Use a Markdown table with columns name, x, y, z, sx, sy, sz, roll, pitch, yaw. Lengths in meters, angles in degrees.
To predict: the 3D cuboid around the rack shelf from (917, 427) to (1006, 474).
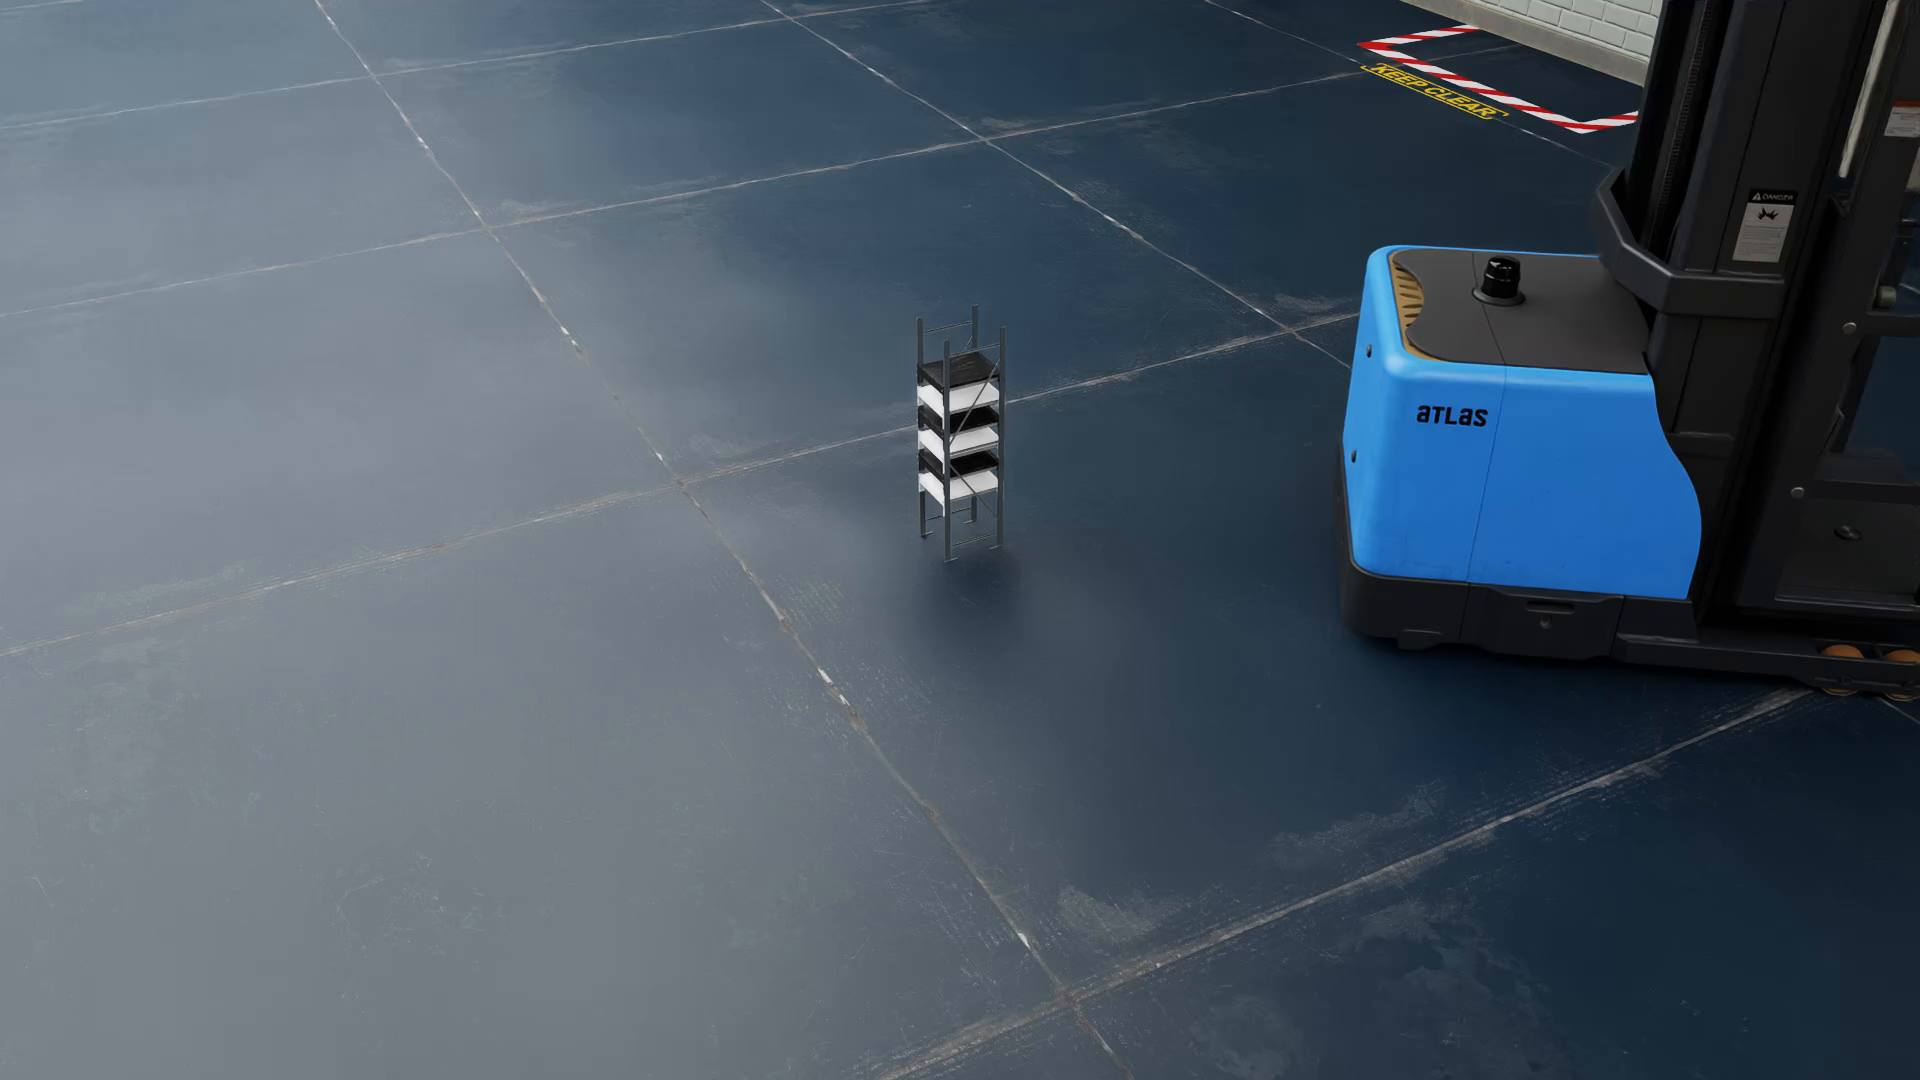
| name | x | y | z | sx | sy | sz | roll | pitch | yaw |
| --- | --- | --- | --- | --- | --- | --- | --- | --- | --- |
| rack shelf | 0.004 | -0.347 | 6.019 | 0.258 | 0.077 | 0.200 | -16 | 36 | -23 |

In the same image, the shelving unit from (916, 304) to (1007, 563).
| name | x | y | z | sx | sy | sz | roll | pitch | yaw |
| --- | --- | --- | --- | --- | --- | --- | --- | --- | --- |
| shelving unit | 0.004 | -0.375 | 6.001 | 0.258 | 0.900 | 0.210 | -16 | 36 | -23 |

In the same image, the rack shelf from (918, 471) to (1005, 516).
| name | x | y | z | sx | sy | sz | roll | pitch | yaw |
| --- | --- | --- | --- | --- | --- | --- | --- | --- | --- |
| rack shelf | 0.004 | -0.195 | 6.116 | 0.258 | 0.077 | 0.200 | -16 | 36 | -23 |

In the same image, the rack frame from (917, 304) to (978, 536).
| name | x | y | z | sx | sy | sz | roll | pitch | yaw |
| --- | --- | --- | --- | --- | --- | --- | --- | --- | --- |
| rack frame | -0.044 | -0.424 | 6.077 | 0.240 | 0.900 | 0.006 | -16 | 36 | -23 |

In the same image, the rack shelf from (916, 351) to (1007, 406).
| name | x | y | z | sx | sy | sz | roll | pitch | yaw |
| --- | --- | --- | --- | --- | --- | --- | --- | --- | --- |
| rack shelf | 0.004 | -0.574 | 5.874 | 0.258 | 0.077 | 0.200 | -16 | 36 | -23 |

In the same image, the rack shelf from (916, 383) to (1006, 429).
| name | x | y | z | sx | sy | sz | roll | pitch | yaw |
| --- | --- | --- | --- | --- | --- | --- | --- | --- | --- |
| rack shelf | 0.004 | -0.499 | 5.922 | 0.258 | 0.077 | 0.200 | -16 | 36 | -23 |

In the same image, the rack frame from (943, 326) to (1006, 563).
| name | x | y | z | sx | sy | sz | roll | pitch | yaw |
| --- | --- | --- | --- | --- | --- | --- | --- | --- | --- |
| rack frame | 0.051 | -0.327 | 5.925 | 0.240 | 0.900 | 0.006 | -16 | 36 | -23 |

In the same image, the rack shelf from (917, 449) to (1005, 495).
| name | x | y | z | sx | sy | sz | roll | pitch | yaw |
| --- | --- | --- | --- | --- | --- | --- | --- | --- | --- |
| rack shelf | 0.004 | -0.271 | 6.068 | 0.258 | 0.077 | 0.200 | -16 | 36 | -23 |

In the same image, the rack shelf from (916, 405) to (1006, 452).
| name | x | y | z | sx | sy | sz | roll | pitch | yaw |
| --- | --- | --- | --- | --- | --- | --- | --- | --- | --- |
| rack shelf | 0.004 | -0.423 | 5.971 | 0.258 | 0.077 | 0.200 | -16 | 36 | -23 |

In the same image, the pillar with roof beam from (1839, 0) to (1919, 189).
| name | x | y | z | sx | sy | sz | roll | pitch | yaw |
| --- | --- | --- | --- | --- | --- | --- | --- | --- | --- |
| pillar with roof beam | 1.441 | -4.734 | 5.298 | 9.100 | 9.000 | 0.400 | -16 | 36 | -23 |

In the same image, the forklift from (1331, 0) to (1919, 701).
| name | x | y | z | sx | sy | sz | roll | pitch | yaw |
| --- | --- | --- | --- | --- | --- | --- | --- | --- | --- |
| forklift | 2.869 | -1.016 | 5.119 | 3.031 | 2.935 | 1.130 | 5 | 33 | 7 |
